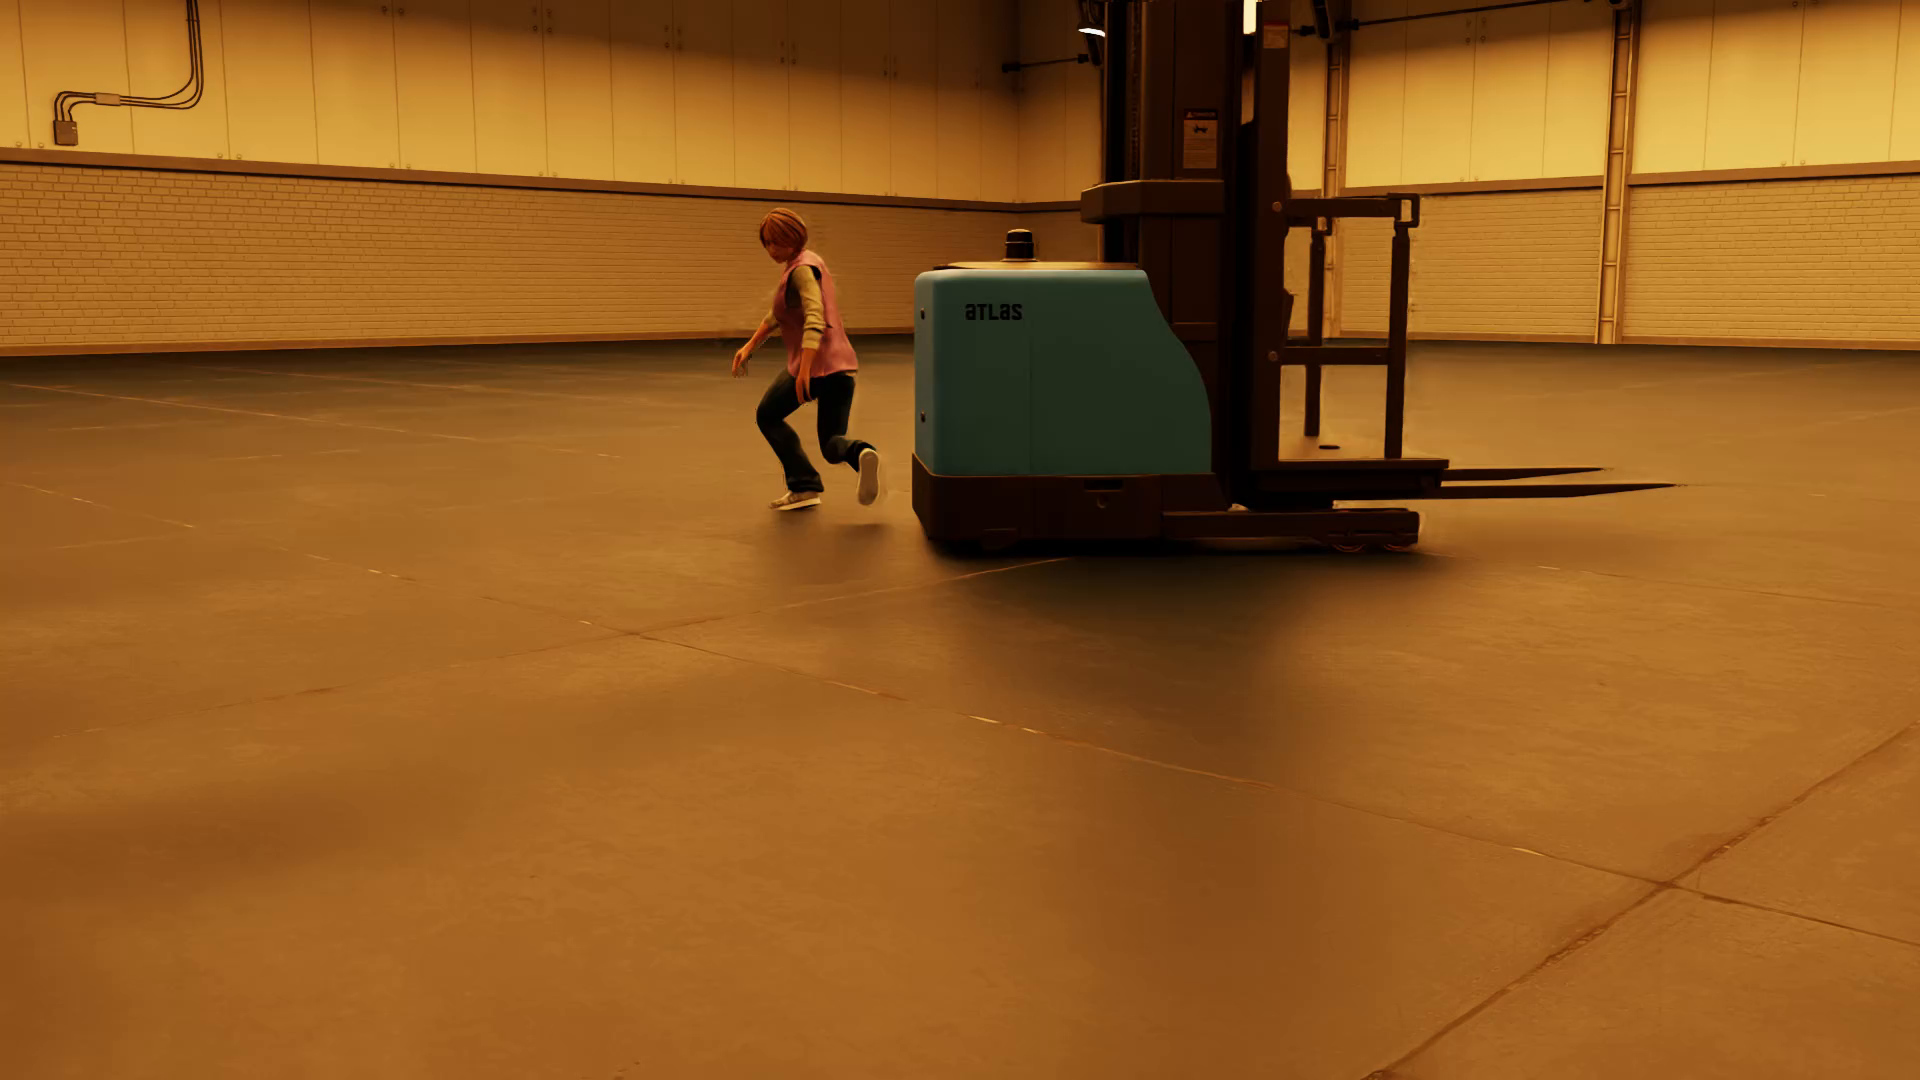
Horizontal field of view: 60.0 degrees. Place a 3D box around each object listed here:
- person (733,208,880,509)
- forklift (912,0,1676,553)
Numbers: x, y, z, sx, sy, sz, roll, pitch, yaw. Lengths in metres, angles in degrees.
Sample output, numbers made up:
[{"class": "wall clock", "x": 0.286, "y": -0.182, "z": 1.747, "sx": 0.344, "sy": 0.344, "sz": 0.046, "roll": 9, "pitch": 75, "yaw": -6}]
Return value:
[{"class": "person", "x": -0.679, "y": -0.781, "z": 7.465, "sx": 0.811, "sy": 1.371, "sz": 0.539, "roll": 6, "pitch": 10, "yaw": 34}, {"class": "forklift", "x": 1.347, "y": -1.477, "z": 6.683, "sx": 3.031, "sy": 2.935, "sz": 1.130, "roll": -1, "pitch": 9, "yaw": -6}]
